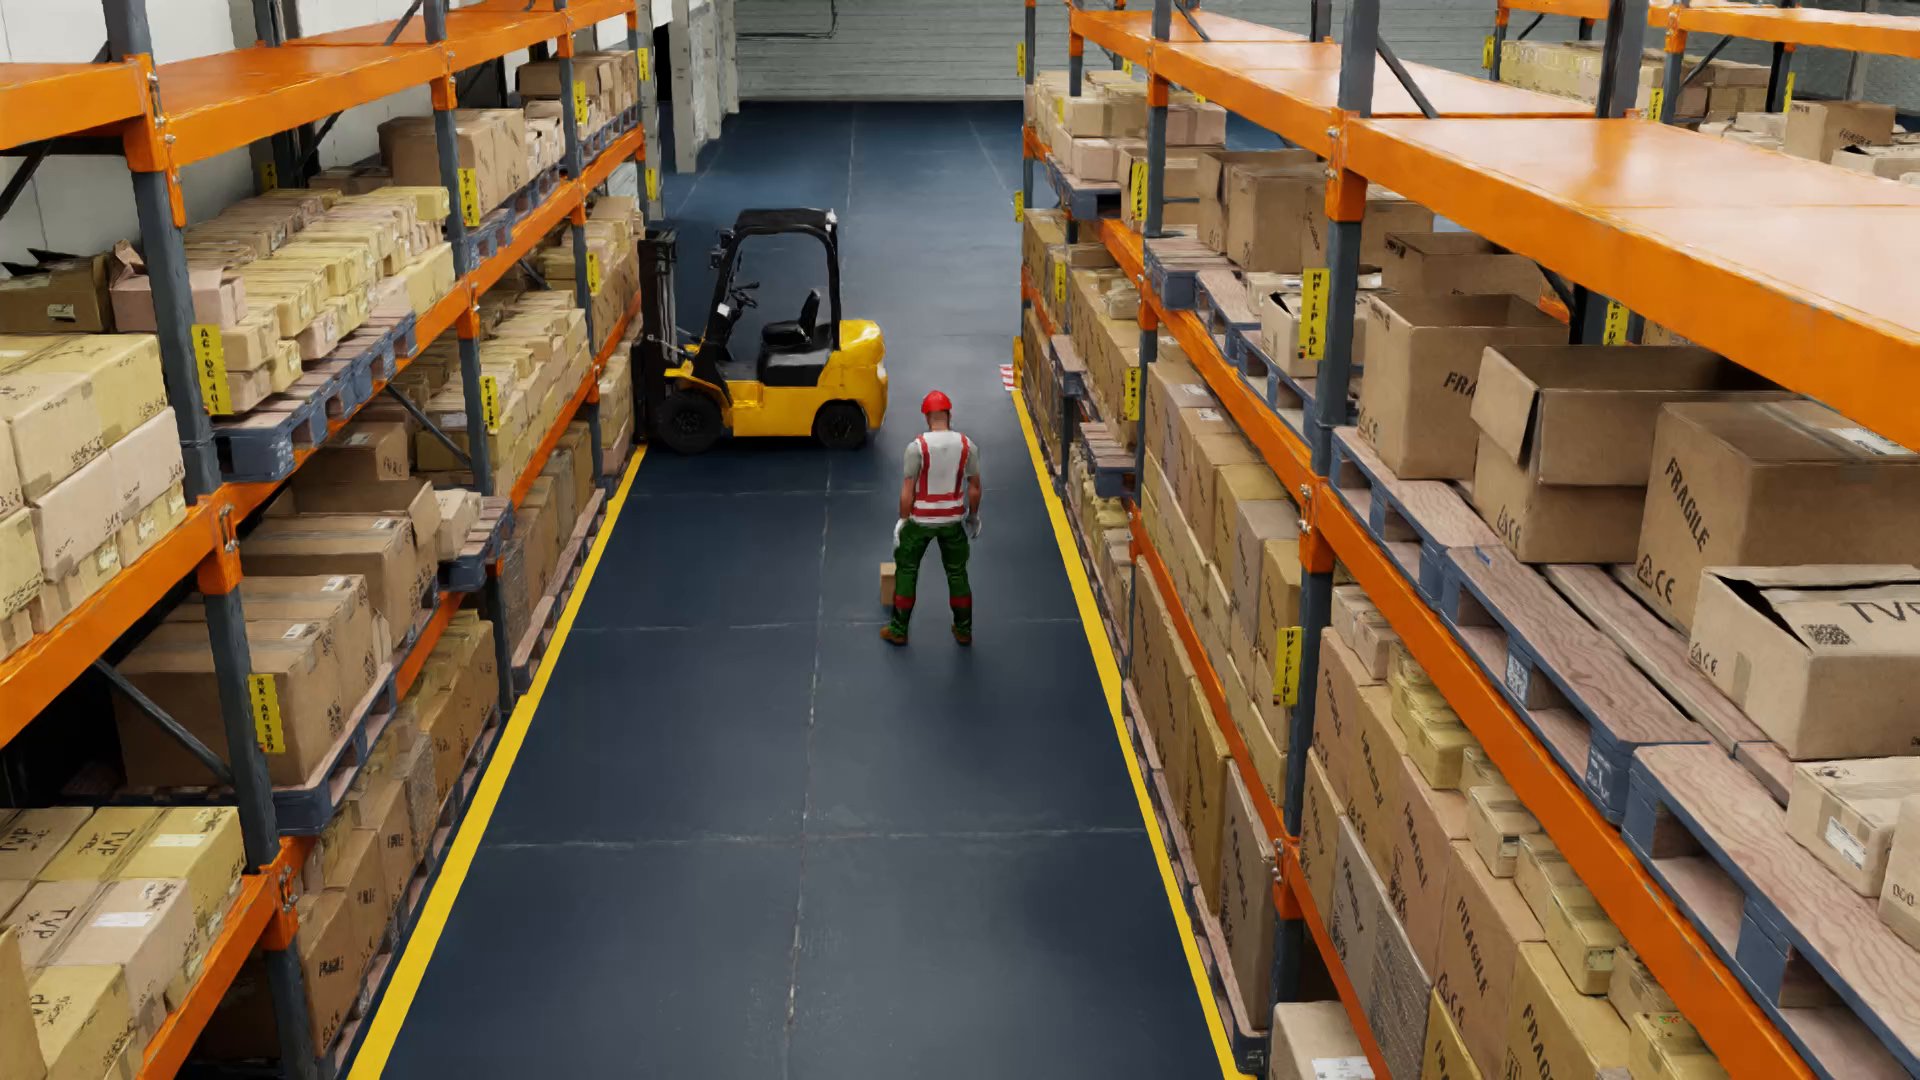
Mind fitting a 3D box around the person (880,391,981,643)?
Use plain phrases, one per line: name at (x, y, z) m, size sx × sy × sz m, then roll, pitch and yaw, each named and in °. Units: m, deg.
person at (-0.197, -0.151, 11.391) m, size 0.673 × 1.780 × 0.438 m, roll -7°, pitch 21°, yaw -19°
